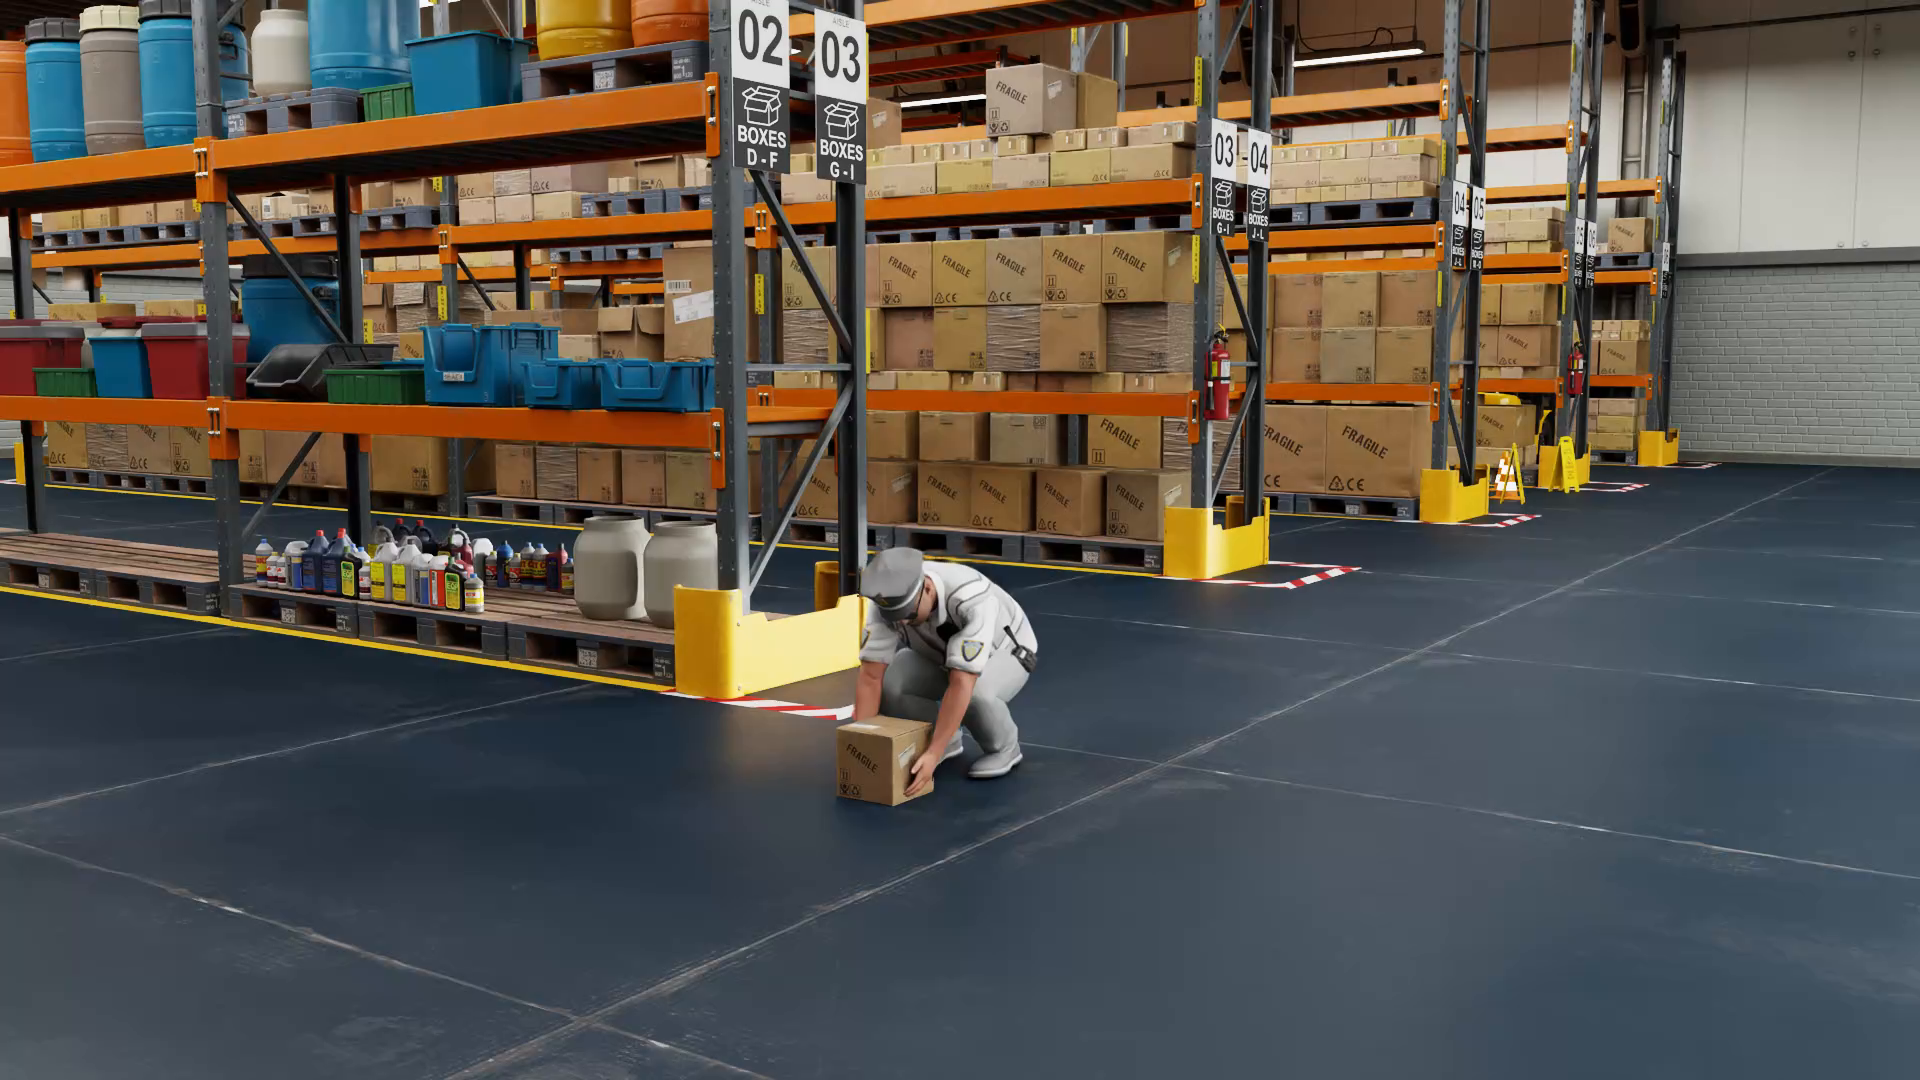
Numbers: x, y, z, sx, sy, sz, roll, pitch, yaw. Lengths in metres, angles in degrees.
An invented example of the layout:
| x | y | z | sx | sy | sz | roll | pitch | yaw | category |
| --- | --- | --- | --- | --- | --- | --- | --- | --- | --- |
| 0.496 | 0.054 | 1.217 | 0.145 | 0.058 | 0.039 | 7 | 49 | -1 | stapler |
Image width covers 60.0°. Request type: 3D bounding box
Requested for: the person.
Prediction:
| x | y | z | sx | sy | sz | roll | pitch | yaw | category |
| --- | --- | --- | --- | --- | --- | --- | --- | --- | --- |
| -0.069 | 0.441 | 6.185 | 0.553 | 0.900 | 0.956 | 4 | 8 | 34 | person |
